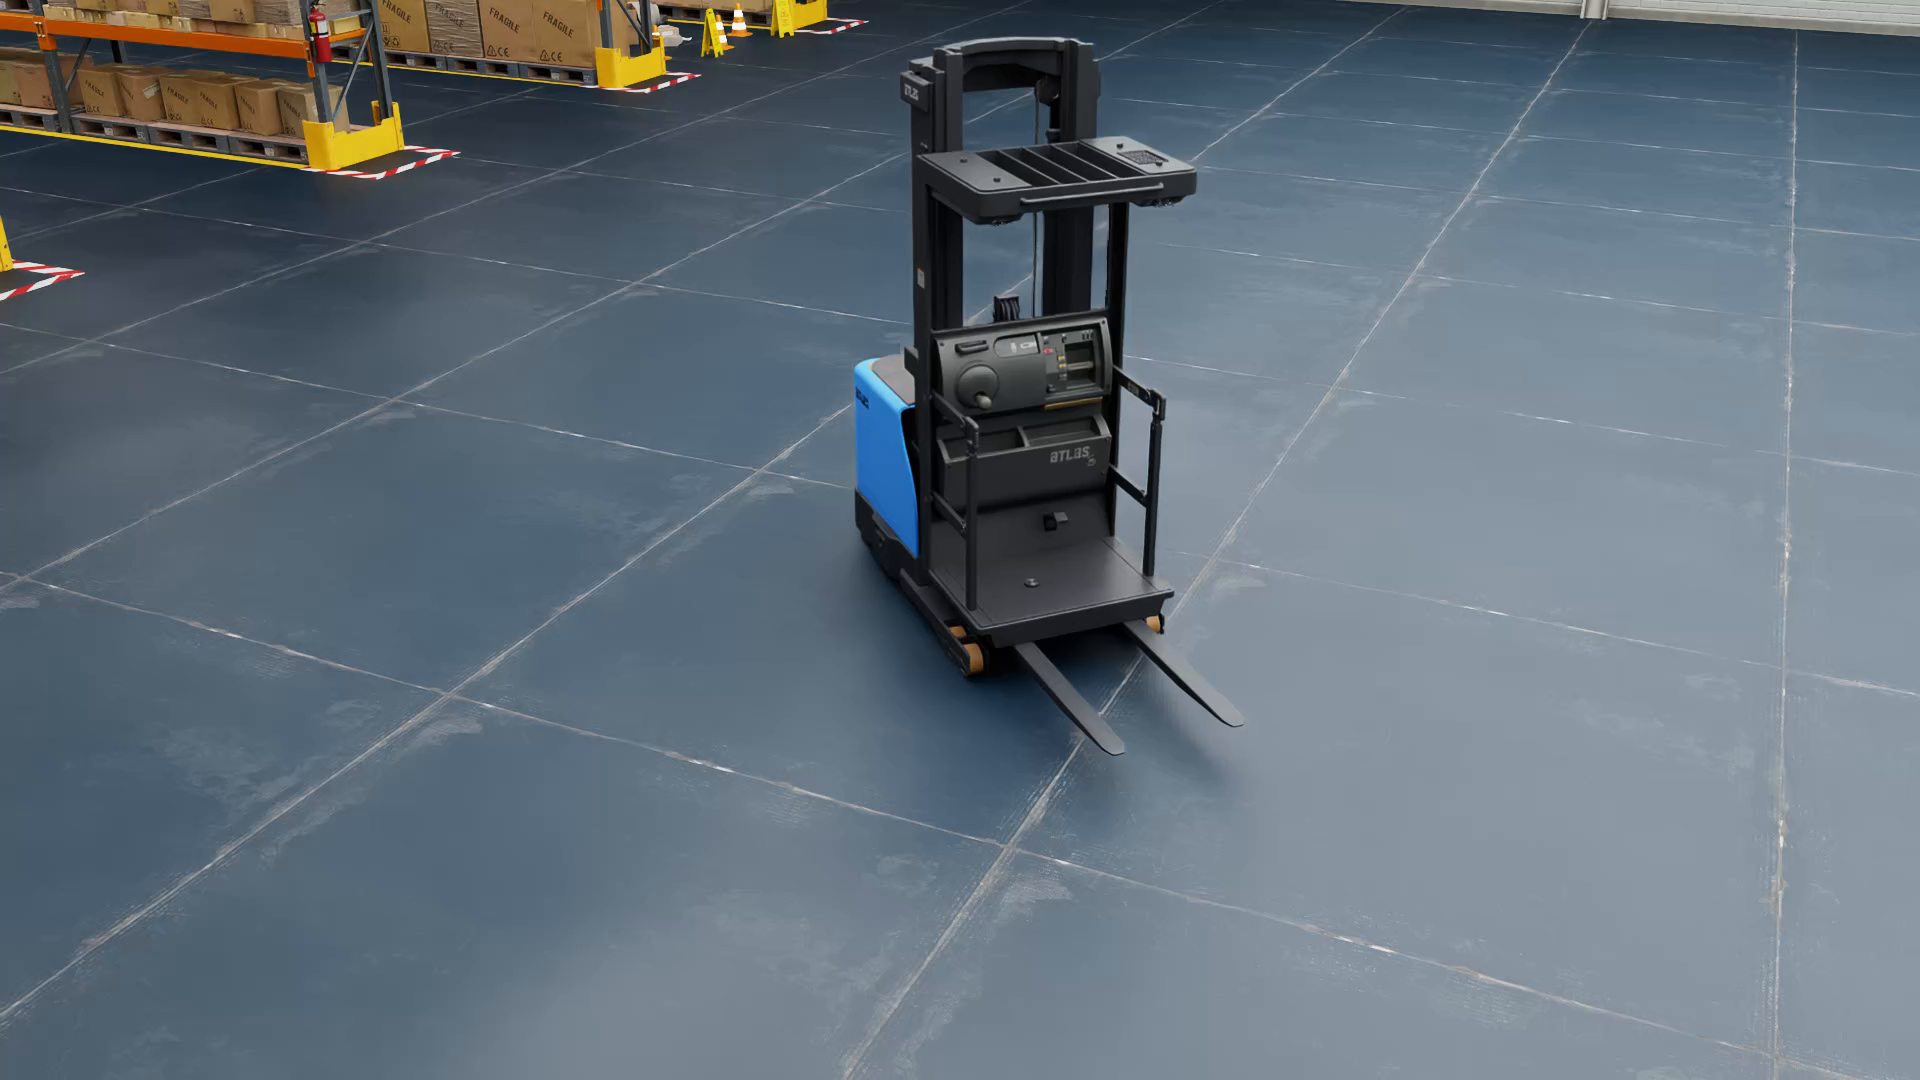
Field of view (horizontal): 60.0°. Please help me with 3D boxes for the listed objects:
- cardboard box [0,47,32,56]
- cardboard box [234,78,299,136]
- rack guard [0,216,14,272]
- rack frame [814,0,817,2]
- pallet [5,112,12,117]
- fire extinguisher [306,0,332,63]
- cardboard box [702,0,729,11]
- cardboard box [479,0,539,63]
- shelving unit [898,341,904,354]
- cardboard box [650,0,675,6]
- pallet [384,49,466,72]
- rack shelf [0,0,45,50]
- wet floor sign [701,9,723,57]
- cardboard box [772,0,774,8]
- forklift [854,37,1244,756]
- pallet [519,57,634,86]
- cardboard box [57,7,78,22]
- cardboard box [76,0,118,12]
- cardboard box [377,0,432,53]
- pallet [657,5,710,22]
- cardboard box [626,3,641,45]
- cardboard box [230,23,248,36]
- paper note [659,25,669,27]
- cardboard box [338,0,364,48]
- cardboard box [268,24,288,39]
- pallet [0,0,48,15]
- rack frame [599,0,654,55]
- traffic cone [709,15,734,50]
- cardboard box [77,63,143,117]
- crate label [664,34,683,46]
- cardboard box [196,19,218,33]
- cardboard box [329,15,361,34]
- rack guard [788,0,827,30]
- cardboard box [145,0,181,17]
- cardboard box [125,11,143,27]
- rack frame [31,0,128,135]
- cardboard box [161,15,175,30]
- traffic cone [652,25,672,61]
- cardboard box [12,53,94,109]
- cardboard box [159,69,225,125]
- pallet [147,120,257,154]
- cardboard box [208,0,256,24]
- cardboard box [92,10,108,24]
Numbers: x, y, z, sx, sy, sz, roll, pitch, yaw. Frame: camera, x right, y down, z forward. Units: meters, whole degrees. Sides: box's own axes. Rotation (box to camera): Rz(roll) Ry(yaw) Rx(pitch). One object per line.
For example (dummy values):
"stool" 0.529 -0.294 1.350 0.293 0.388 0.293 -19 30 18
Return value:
"cardboard box" -11.676 -5.661 20.185 0.500 0.500 0.700 9 28 17
"cardboard box" -7.669 -4.820 18.498 0.500 0.500 0.500 20 33 35
"rack guard" -8.688 -2.418 14.096 0.348 0.500 1.175 11 28 22
"rack frame" -2.447 -9.521 25.692 0.127 3.000 1.000 11 28 22
"pallet" -12.014 -5.381 20.440 1.213 0.211 1.003 11 28 22
"fire extinguisher" -6.635 -5.295 17.197 0.183 0.674 0.296 11 28 22
"cardboard box" -3.762 -8.613 26.486 0.500 0.250 0.500 11 28 22
"cardboard box" -5.850 -7.005 22.511 0.875 0.875 0.875 11 28 21
"shelving unit" -0.201 -0.691 9.966 0.252 1.050 0.215 19 32 33
"cardboard box" -4.688 -8.802 26.869 0.500 0.250 0.500 11 28 21
"pallet" -7.385 -6.822 23.367 1.213 0.211 1.003 11 28 22
"rack shelf" -12.011 -6.310 19.986 4.000 0.370 1.077 11 28 22
"wet floor sign" -3.558 -7.247 23.738 0.232 0.644 0.267 6 27 13
"cardboard box" -3.067 -8.734 26.732 0.500 0.250 0.500 11 28 21
"forklift" 0.412 -0.842 8.142 1.130 2.935 3.031 -10 28 -20
"pallet" -5.164 -6.376 22.461 1.213 0.211 1.003 11 28 22
"cardboard box" -9.897 -5.944 18.711 0.250 0.149 0.380 11 28 22
"cardboard box" -9.365 -6.233 18.564 0.500 0.500 0.875 11 28 22
"cardboard box" -7.501 -7.335 23.183 0.875 0.875 0.875 12 29 23
"pallet" -4.347 -8.670 27.121 1.213 0.211 1.003 11 28 22
"cardboard box" -5.094 -7.704 24.828 0.637 0.503 0.797 -7 27 -14
"cardboard box" -7.591 -5.515 17.841 0.250 0.149 0.380 11 28 22
"paper note" -4.656 -8.082 26.131 0.148 0.019 0.142 2 26 4
"cardboard box" -8.647 -7.500 23.659 0.750 0.750 1.050 11 28 22
"cardboard box" -7.121 -5.439 17.685 0.250 0.149 0.380 11 28 22
"pallet" -10.826 -6.380 19.529 1.213 0.211 1.003 11 28 22
"rack frame" -4.404 -7.512 21.612 0.127 3.000 1.000 11 28 22
"traffic cone" -3.522 -7.434 24.326 0.334 0.463 0.336 11 28 22
"cardboard box" -9.843 -5.245 19.362 0.500 0.500 0.500 10 28 20
"crate label" -4.263 -7.407 24.639 0.298 0.136 0.250 -2 26 -5
"cardboard box" -8.038 -5.615 18.042 0.250 0.149 0.380 11 28 22
"cardboard box" -6.710 -5.571 17.955 0.250 0.149 0.380 11 28 22
"rack guard" -2.516 -8.413 26.272 0.348 0.500 1.175 11 28 22
"cardboard box" -8.431 -6.074 18.242 0.500 0.500 0.875 11 28 22
"cardboard box" -8.971 -5.776 18.370 0.250 0.149 0.380 11 28 22
"rack frame" -10.190 -6.268 19.084 0.127 3.000 1.000 11 28 22
"cardboard box" -8.502 -5.698 18.212 0.250 0.149 0.380 11 28 22
"traffic cone" -4.299 -7.042 23.529 0.334 0.463 0.336 11 28 22
"cardboard box" -10.740 -5.464 19.785 0.500 0.500 0.700 9 28 18
"cardboard box" -8.720 -5.062 18.989 0.500 0.500 0.500 9 28 17
"pallet" -8.450 -4.685 19.028 1.213 0.211 1.003 11 28 22
"cardboard box" -7.543 -5.869 17.825 0.500 0.500 0.875 11 28 22
"cardboard box" -9.426 -5.867 18.555 0.250 0.149 0.380 11 28 22
